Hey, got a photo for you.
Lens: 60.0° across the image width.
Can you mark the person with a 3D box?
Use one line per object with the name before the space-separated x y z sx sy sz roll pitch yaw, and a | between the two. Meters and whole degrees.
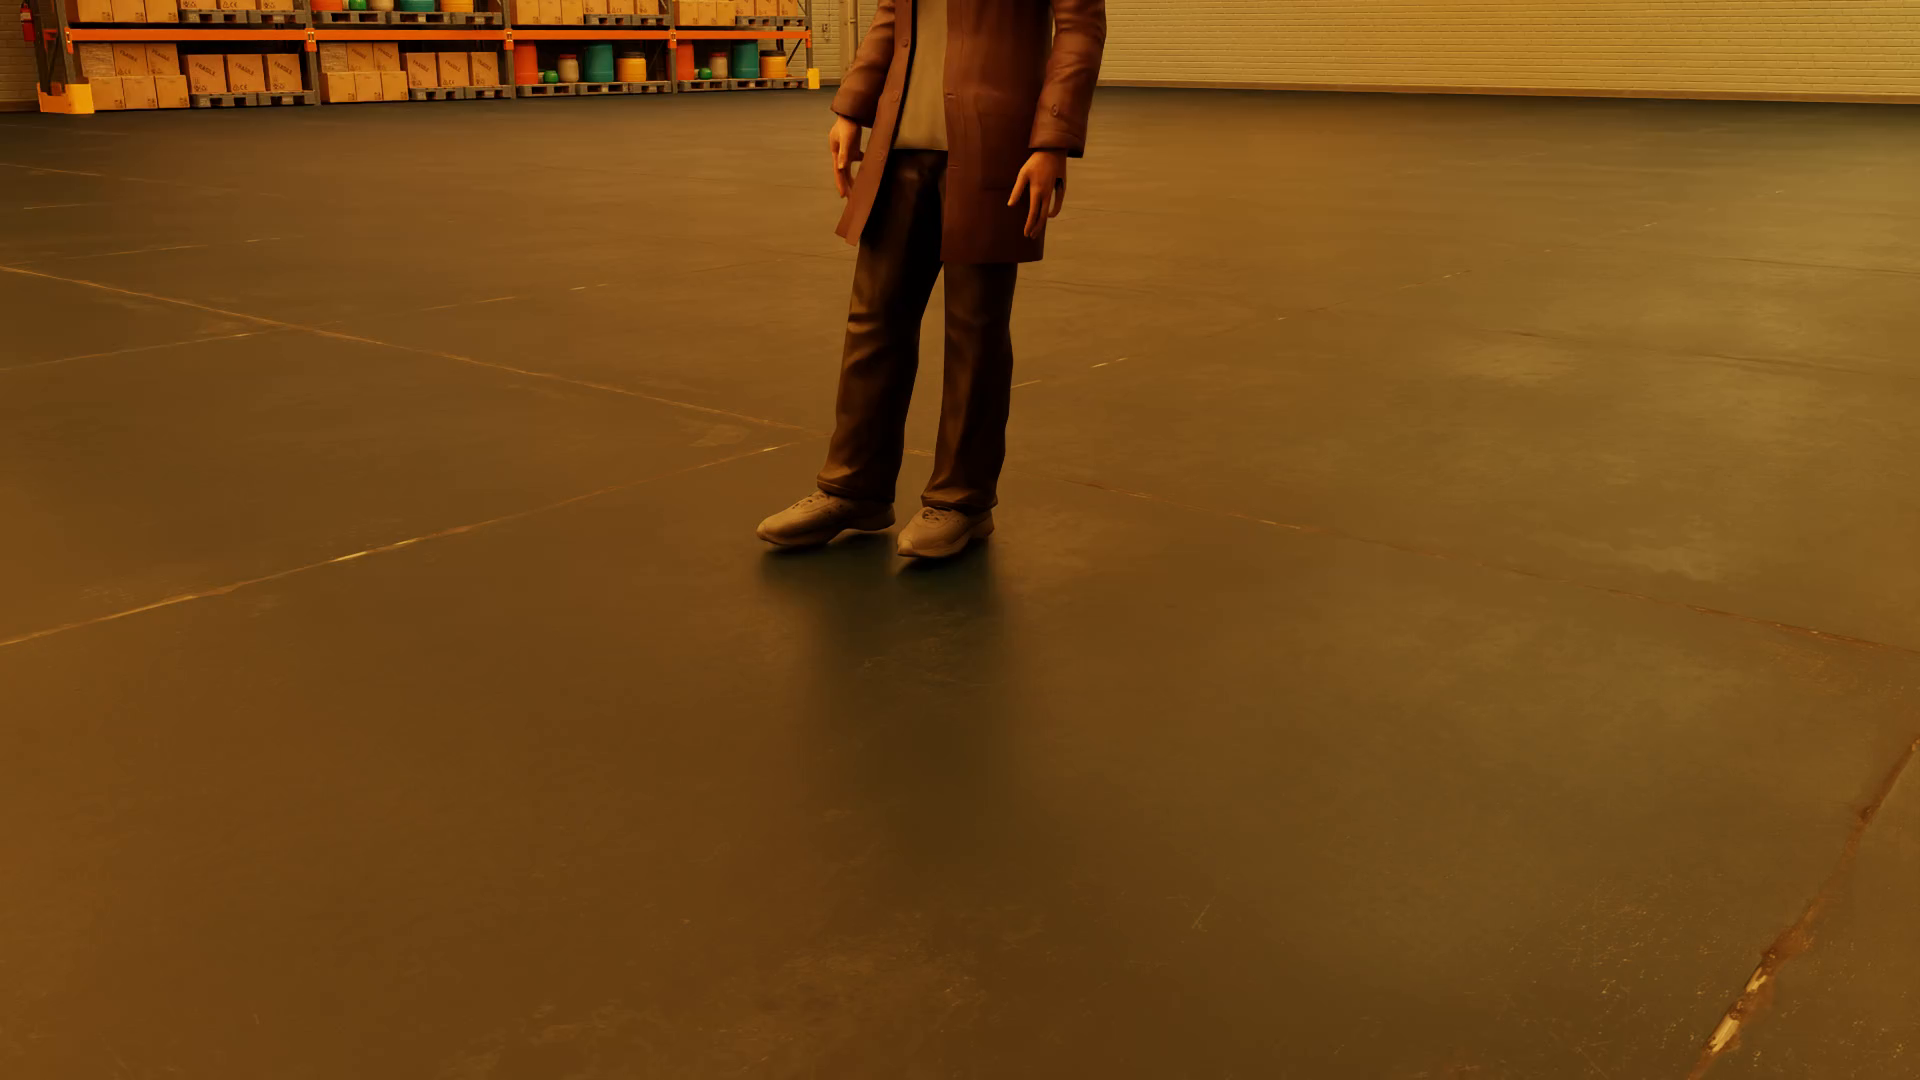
person | -0.061 -0.838 3.618 0.696 1.775 0.582 13 21 37
